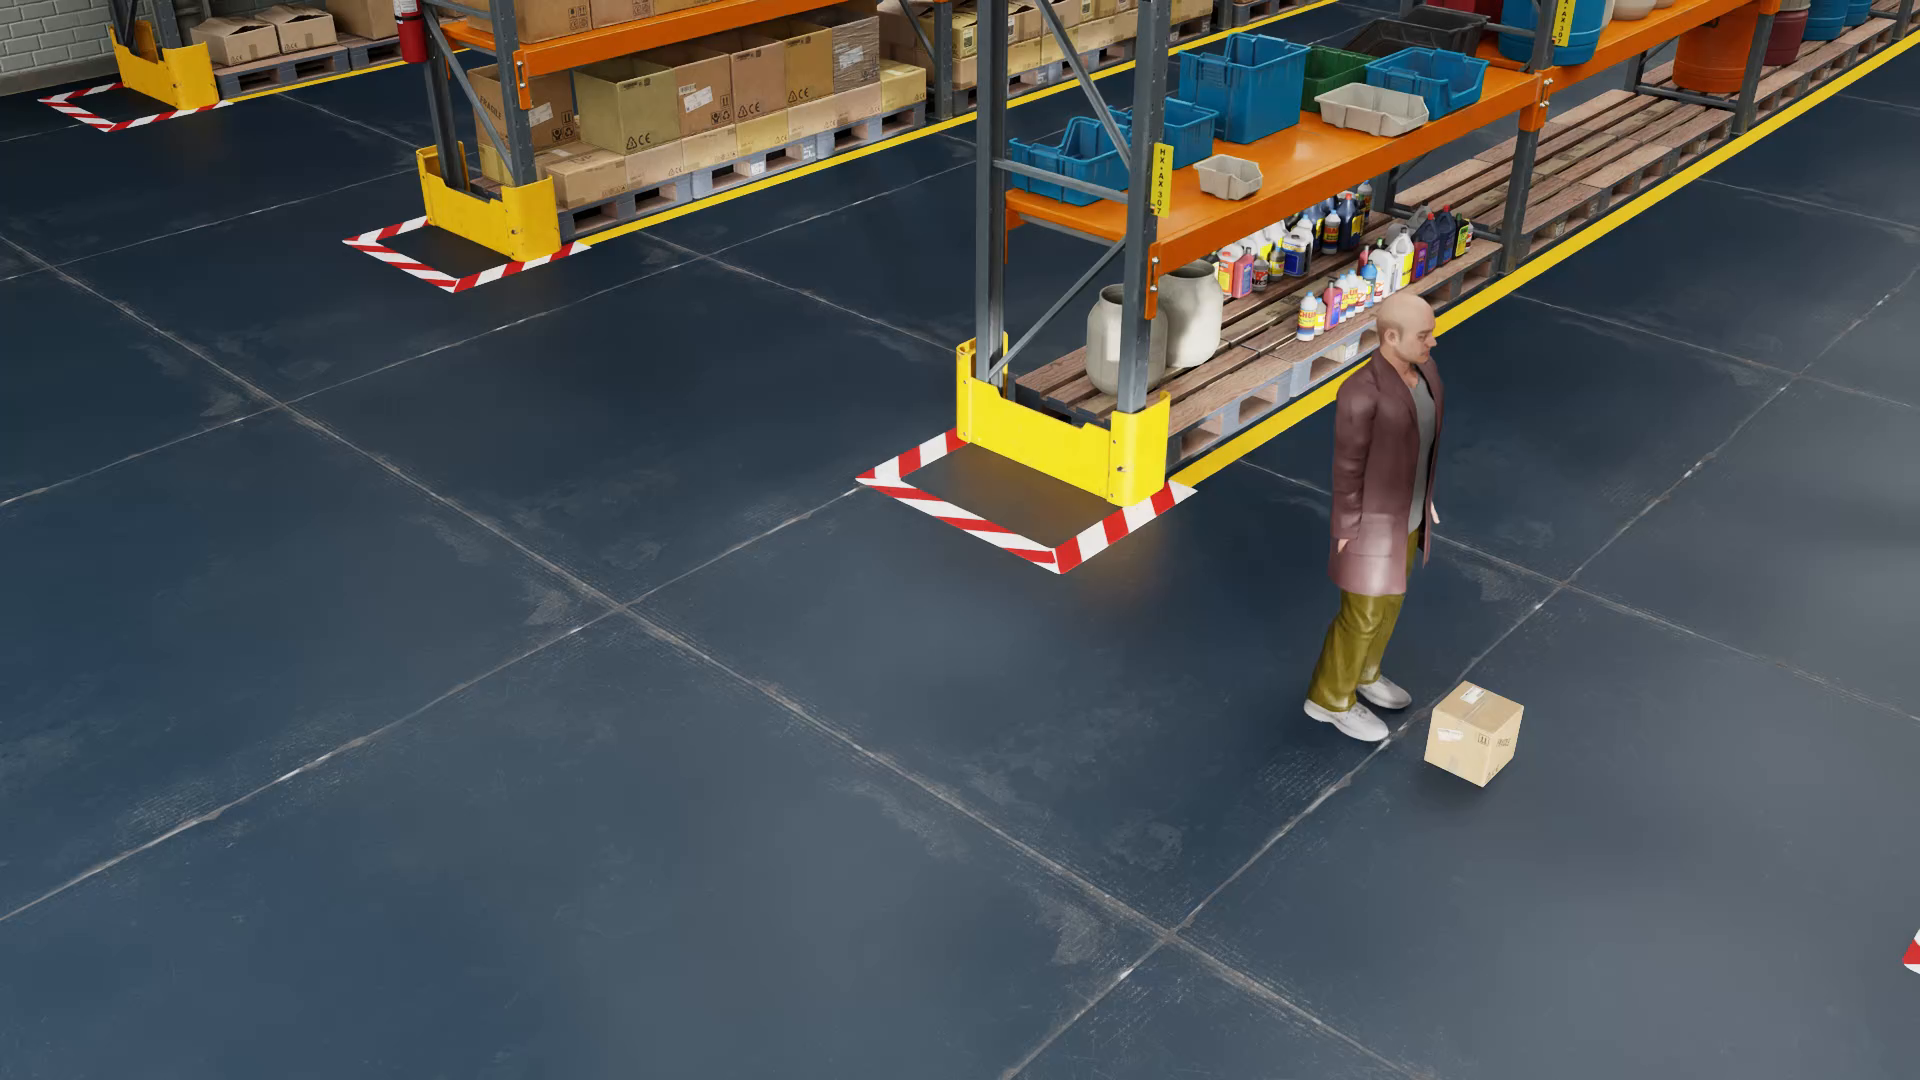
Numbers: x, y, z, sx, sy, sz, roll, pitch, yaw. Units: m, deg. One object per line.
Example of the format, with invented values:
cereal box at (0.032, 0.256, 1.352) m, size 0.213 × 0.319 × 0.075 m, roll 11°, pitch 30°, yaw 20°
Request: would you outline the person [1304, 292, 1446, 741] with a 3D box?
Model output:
person at (1.622, -0.087, 6.293) m, size 0.427 × 1.775 × 0.564 m, roll 26°, pitch 40°, yaw 36°
